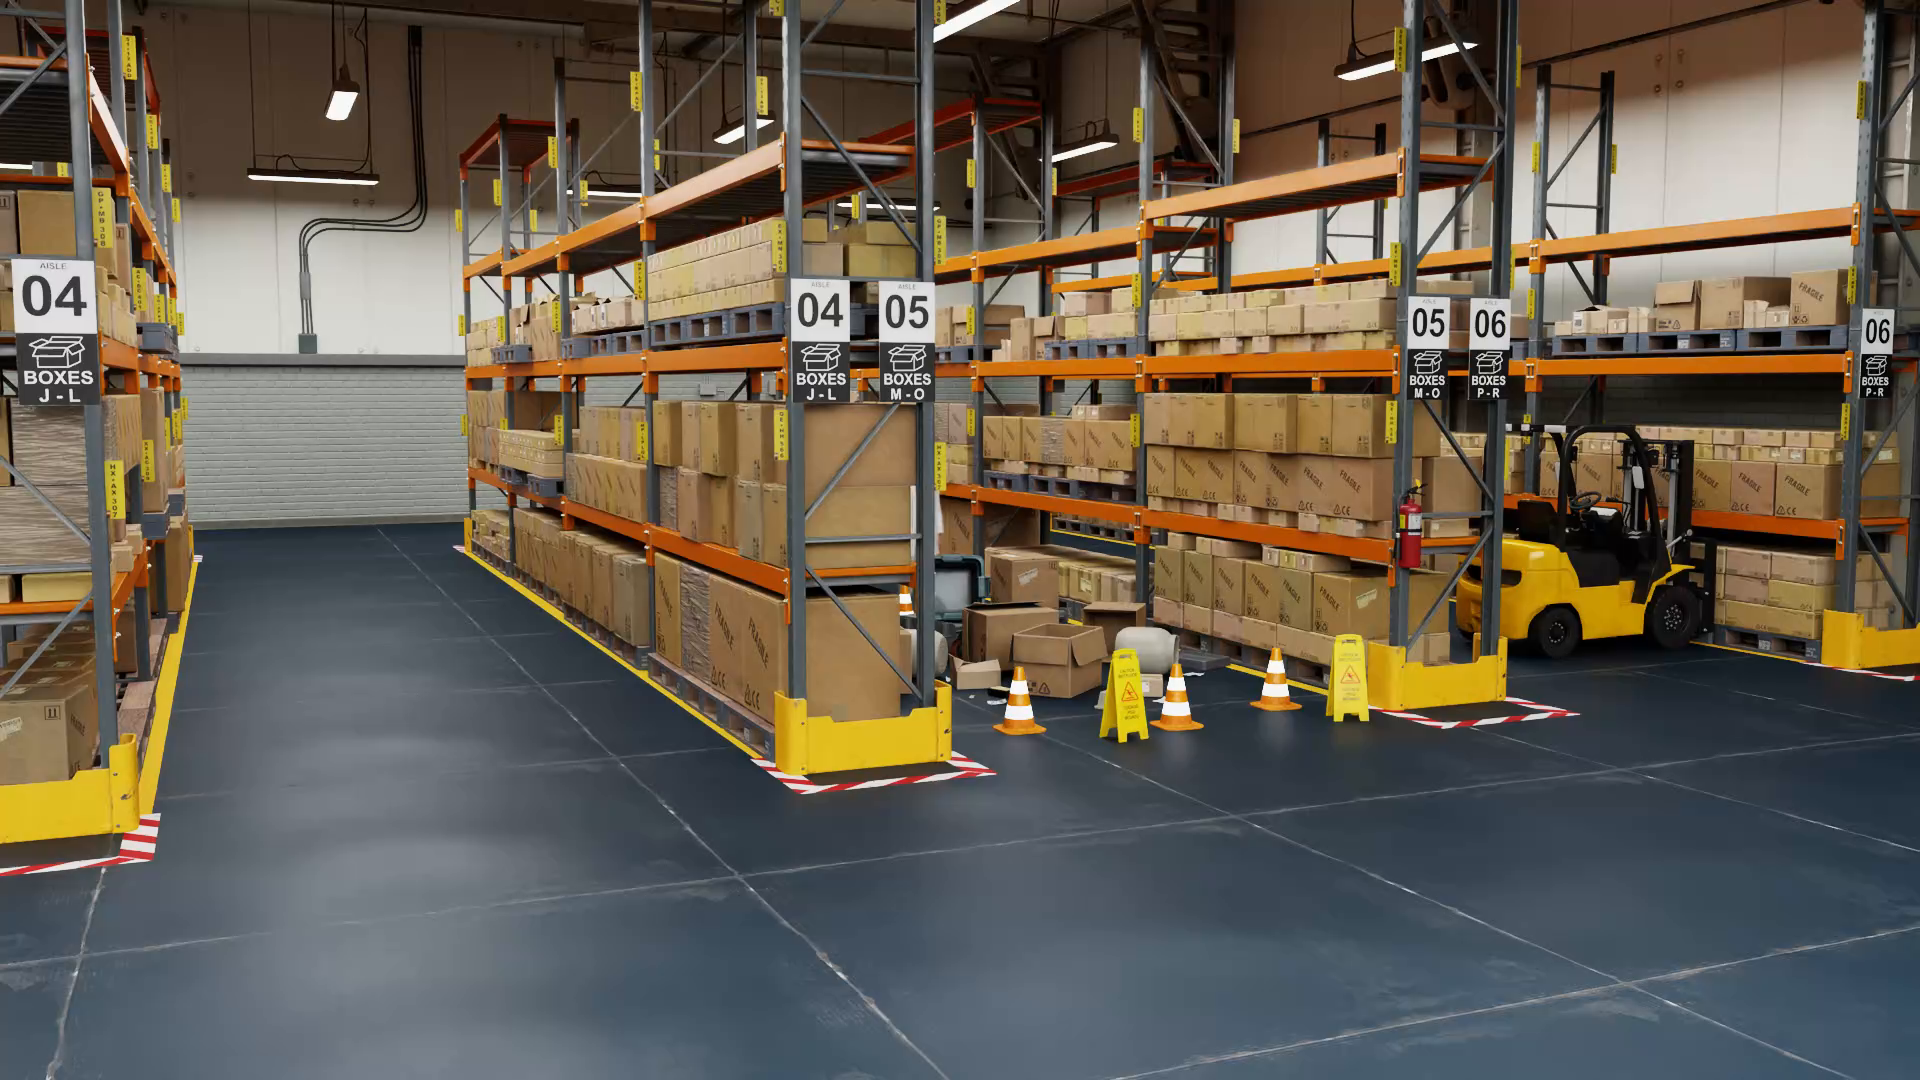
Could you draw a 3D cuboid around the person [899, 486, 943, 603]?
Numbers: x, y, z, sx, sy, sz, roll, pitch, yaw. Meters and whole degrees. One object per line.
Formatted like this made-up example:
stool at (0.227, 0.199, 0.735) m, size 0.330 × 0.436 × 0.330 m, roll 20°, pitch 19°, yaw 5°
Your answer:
person at (-0.431, -0.042, 17.998) m, size 0.574 × 1.784 × 0.416 m, roll -2°, pitch 6°, yaw -23°
